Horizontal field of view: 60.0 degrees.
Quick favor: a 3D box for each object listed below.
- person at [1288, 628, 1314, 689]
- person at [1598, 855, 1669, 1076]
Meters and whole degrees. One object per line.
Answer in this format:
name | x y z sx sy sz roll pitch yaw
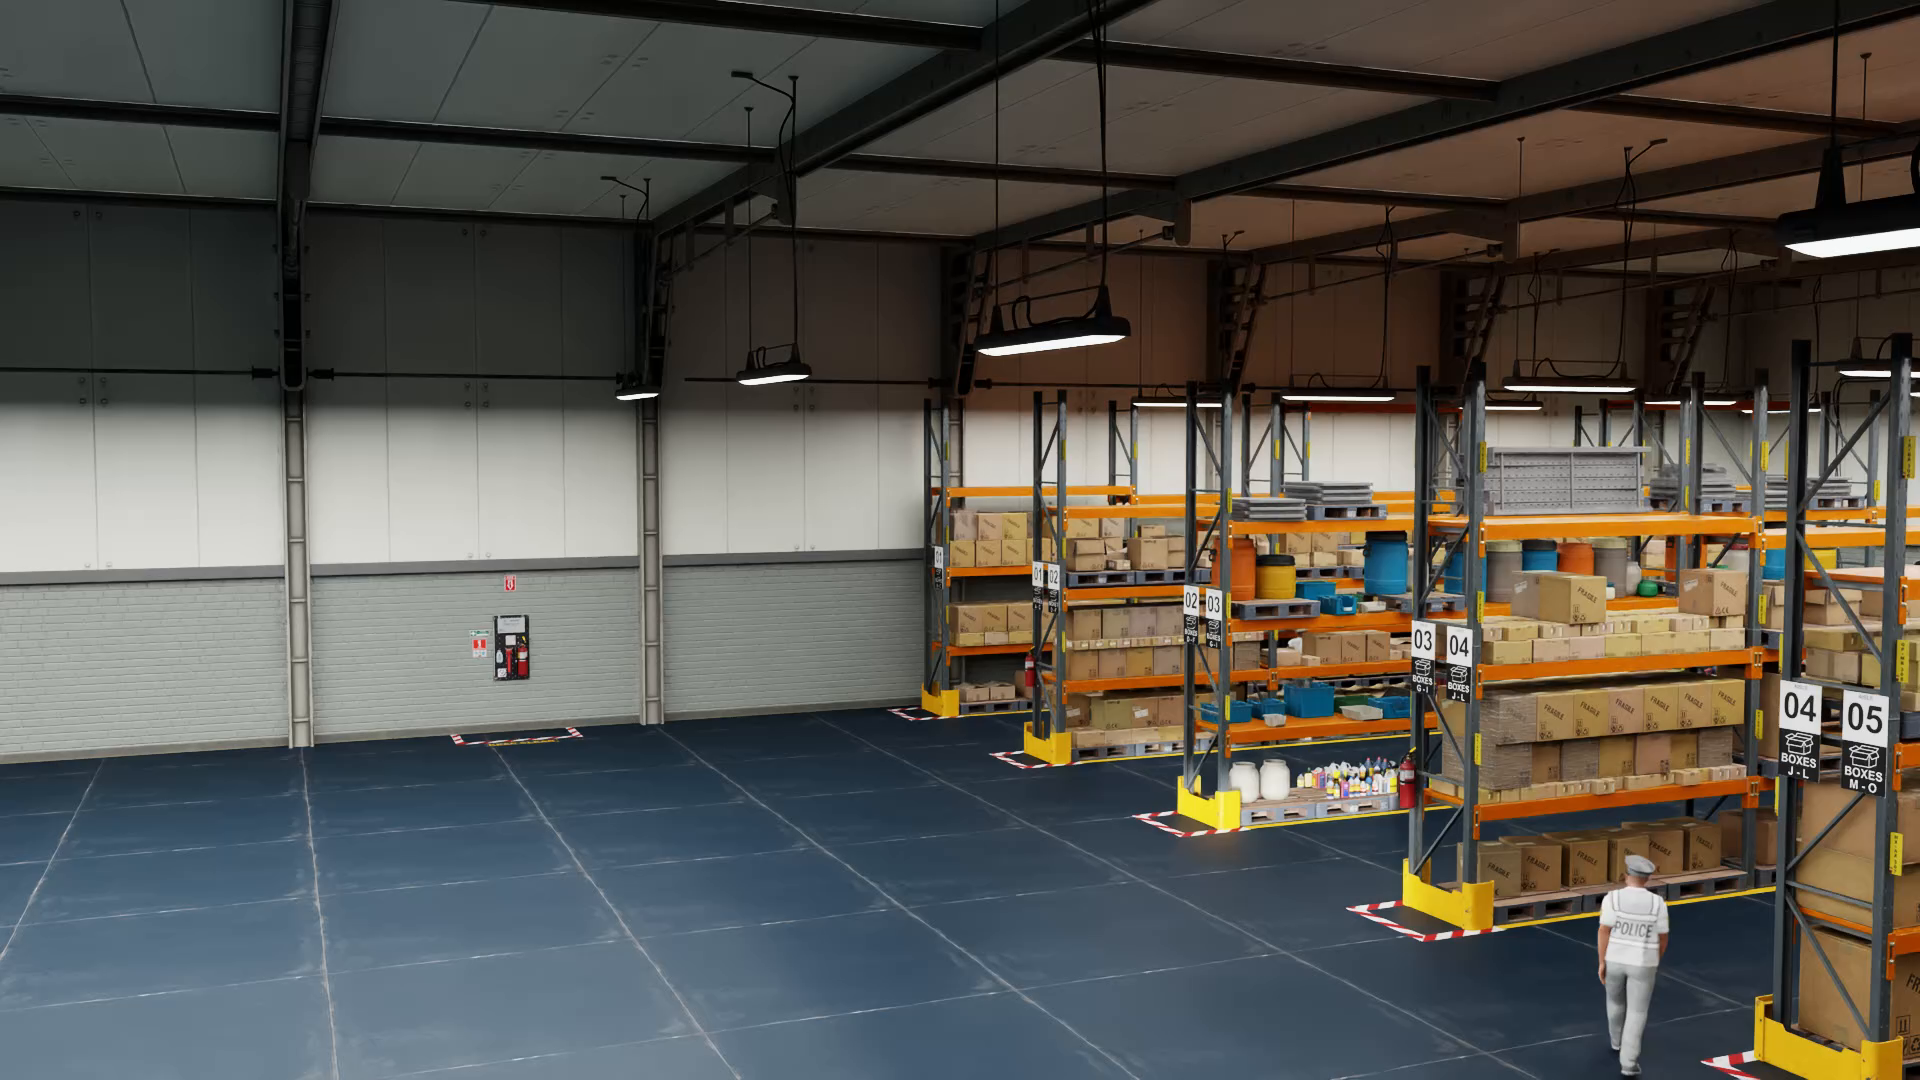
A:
person | 6.348 2.451 31.047 0.505 1.781 0.593 -2 4 -30
person | 5.568 3.466 13.733 0.517 1.706 1.016 2 4 33
